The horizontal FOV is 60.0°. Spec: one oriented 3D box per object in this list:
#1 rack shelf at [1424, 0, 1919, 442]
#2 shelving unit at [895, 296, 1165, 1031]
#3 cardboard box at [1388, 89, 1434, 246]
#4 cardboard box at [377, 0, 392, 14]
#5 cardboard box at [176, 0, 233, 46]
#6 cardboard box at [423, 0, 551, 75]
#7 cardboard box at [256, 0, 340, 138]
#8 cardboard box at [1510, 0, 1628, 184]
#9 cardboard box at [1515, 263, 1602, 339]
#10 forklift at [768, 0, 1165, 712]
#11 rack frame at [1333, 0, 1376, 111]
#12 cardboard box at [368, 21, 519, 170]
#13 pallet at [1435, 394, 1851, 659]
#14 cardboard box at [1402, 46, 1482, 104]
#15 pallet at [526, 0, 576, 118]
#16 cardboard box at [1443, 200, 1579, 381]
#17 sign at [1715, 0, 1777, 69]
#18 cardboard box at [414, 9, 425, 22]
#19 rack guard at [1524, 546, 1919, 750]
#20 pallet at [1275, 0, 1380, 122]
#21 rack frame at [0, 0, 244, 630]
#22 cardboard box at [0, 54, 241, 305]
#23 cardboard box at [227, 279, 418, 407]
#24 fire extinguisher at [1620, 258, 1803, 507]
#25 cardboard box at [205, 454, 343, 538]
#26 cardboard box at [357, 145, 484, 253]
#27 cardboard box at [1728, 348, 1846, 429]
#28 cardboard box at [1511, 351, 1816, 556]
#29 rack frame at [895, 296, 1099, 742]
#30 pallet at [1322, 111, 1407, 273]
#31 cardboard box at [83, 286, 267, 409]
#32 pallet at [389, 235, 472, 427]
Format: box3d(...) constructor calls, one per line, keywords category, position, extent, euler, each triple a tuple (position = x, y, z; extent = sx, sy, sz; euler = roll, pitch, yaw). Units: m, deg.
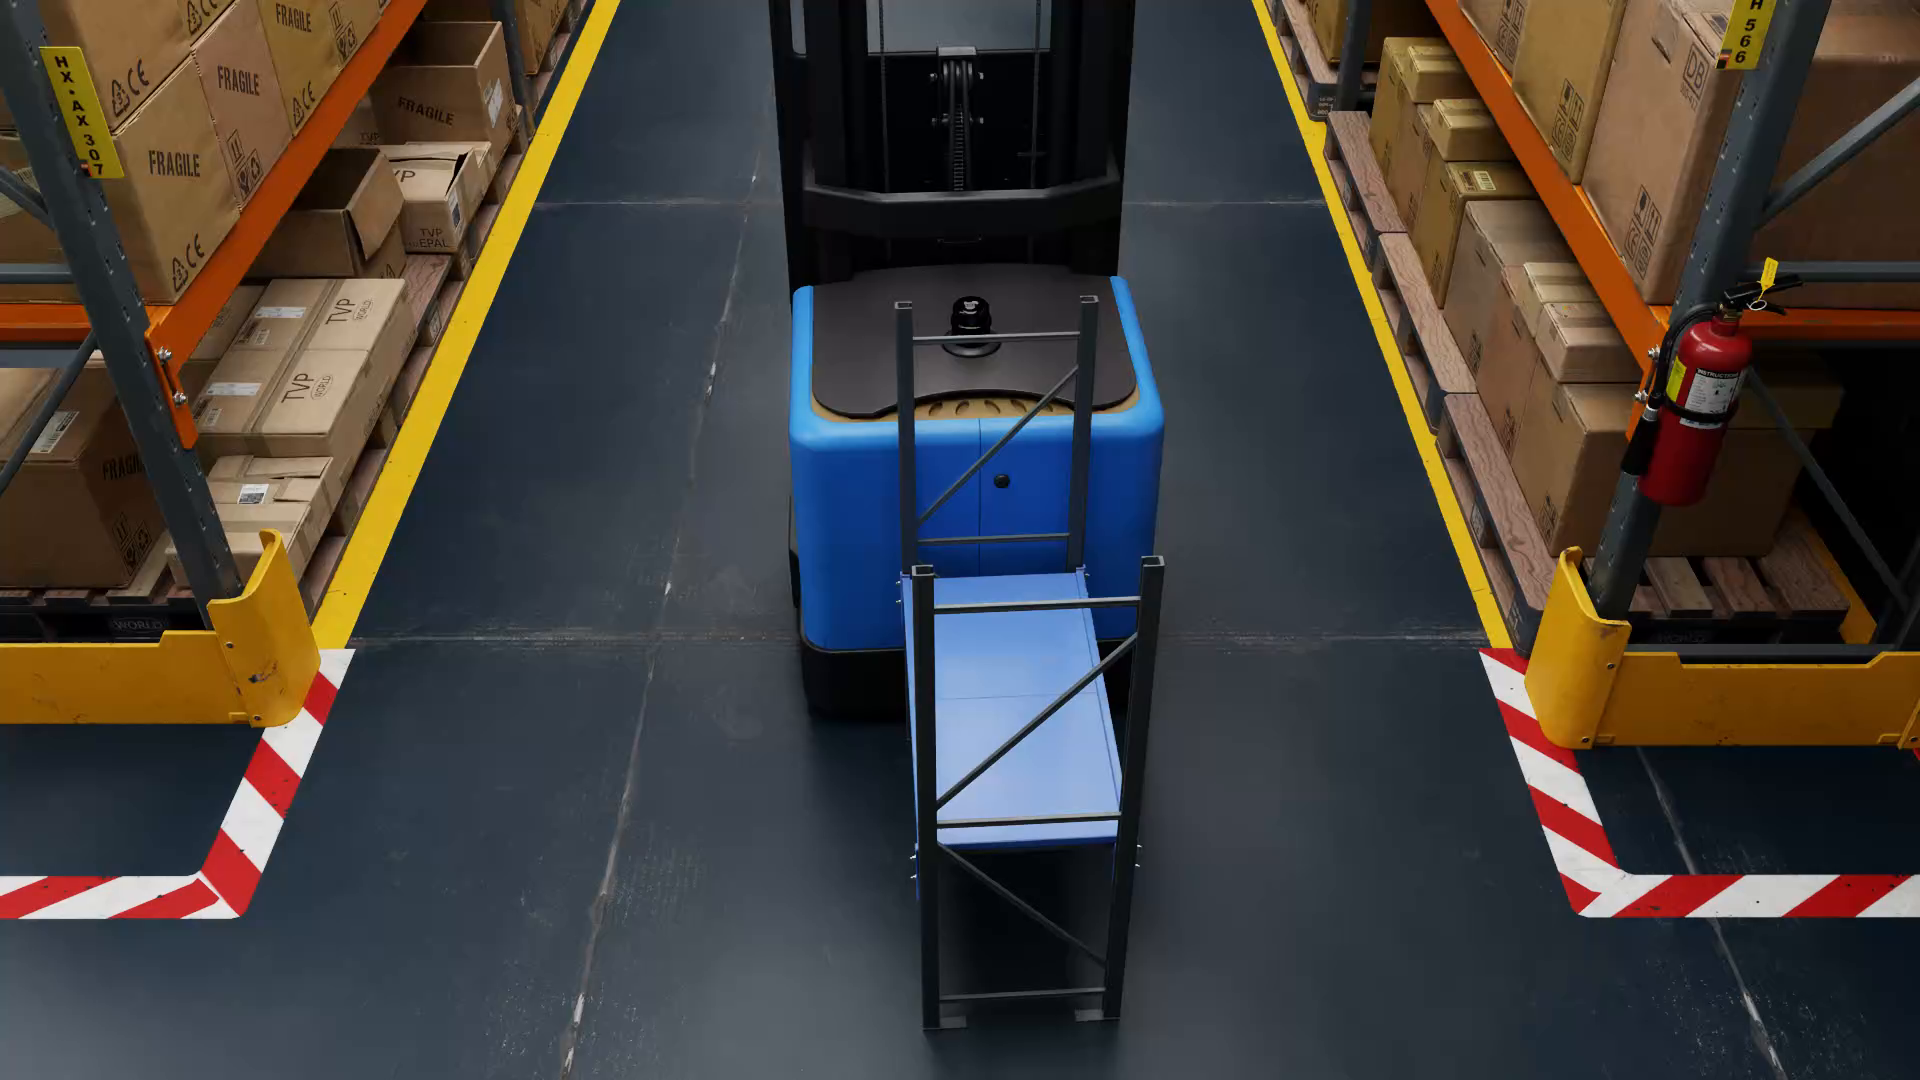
box3d(category="rack shelf", position=(2.344, -1.638, 5.971), extent=(1.077, 0.370, 4.000), euler=(0, 39, 0))
box3d(category="shelving unit", position=(0.122, 0.319, 4.153), extent=(0.538, 1.500, 1.048), euler=(-2, 39, -3))
box3d(category="cardboard box", position=(2.237, -1.576, 6.981), extent=(0.700, 0.500, 0.500), euler=(0, 39, -1))
box3d(category="cardboard box", position=(-2.350, -2.247, 6.075), extent=(0.500, 0.500, 0.500), euler=(1, 39, 1))
box3d(category="cardboard box", position=(-2.352, -1.696, 4.588), extent=(0.500, 0.500, 0.500), euler=(0, 39, 0))
box3d(category="cardboard box", position=(-2.369, -2.663, 8.321), extent=(0.500, 0.500, 0.500), euler=(-2, 39, -2))
box3d(category="cardboard box", position=(-2.348, -1.616, 5.287), extent=(0.500, 0.500, 0.500), euler=(0, 39, 0))
box3d(category="cardboard box", position=(2.324, -1.559, 5.057), extent=(0.980, 0.700, 0.700), euler=(0, 39, 0))
box3d(category="cardboard box", position=(2.062, -0.788, 5.478), extent=(0.380, 0.149, 0.250), euler=(1, 39, 1))
box3d(category="forklift", position=(-0.039, -1.534, 5.320), extent=(1.130, 2.935, 3.031), euler=(-2, 39, -3))
box3d(category="rack frame", position=(2.342, -3.170, 7.307), extent=(1.000, 3.000, 0.127), euler=(0, 39, 0))
box3d(category="cardboard box", position=(-2.328, -2.004, 7.499), extent=(0.500, 0.500, 0.500), euler=(0, 39, 0))
box3d(category="pallet", position=(2.267, -0.080, 5.681), extent=(1.003, 0.211, 1.213), euler=(0, 39, 0))
box3d(category="cardboard box", position=(2.058, -1.929, 6.903), extent=(0.380, 0.149, 0.250), euler=(1, 39, 1))
box3d(category="pallet", position=(-2.651, -2.584, 8.806), extent=(1.003, 0.211, 1.213), euler=(0, 39, 0))
box3d(category="cardboard box", position=(2.244, -0.922, 6.165), extent=(0.700, 0.500, 0.500), euler=(-1, 39, -2))
box3d(category="sign", position=(1.804, -1.221, 3.759), extent=(0.100, 0.325, 0.005), euler=(0, 39, 0))
box3d(category="cardboard box", position=(-2.899, -2.668, 8.328), extent=(0.500, 0.500, 0.500), euler=(0, 39, 0))
box3d(category="rack guard", position=(2.346, 0.322, 4.948), extent=(1.175, 0.500, 0.348), euler=(0, 39, 0))
box3d(category="pallet", position=(2.265, -2.564, 8.781), extent=(1.003, 0.211, 1.213), euler=(0, 39, 0))
box3d(category="rack frame", position=(-2.607, -0.662, 4.178), extent=(1.000, 3.000, 0.127), euler=(0, 39, 0))
box3d(category="cardboard box", position=(-2.344, -0.979, 4.493), extent=(0.500, 0.500, 0.500), euler=(1, 39, 1))
box3d(category="cardboard box", position=(-2.326, -0.727, 6.105), extent=(0.500, 0.250, 0.500), euler=(0, 39, 0))
box3d(category="fire extinguisher", position=(1.885, -0.398, 4.208), extent=(0.296, 0.674, 0.183), euler=(0, 39, 0))
box3d(category="cardboard box", position=(-2.265, -0.147, 5.448), extent=(0.380, 0.166, 0.250), euler=(0, 39, 0))
box3d(category="cardboard box", position=(-2.327, -1.461, 6.973), extent=(0.500, 0.311, 0.500), euler=(0, 39, 0))
box3d(category="cardboard box", position=(2.446, -0.469, 5.082), extent=(0.380, 0.149, 0.250), euler=(0, 39, 0))
box3d(category="cardboard box", position=(2.245, -0.294, 5.382), extent=(0.700, 0.500, 0.500), euler=(0, 39, 0))
box3d(category="rack frame", position=(0.090, 0.001, 4.549), extent=(0.500, 1.500, 0.032), euler=(-2, 39, -3))
box3d(category="pallet", position=(2.264, -1.606, 7.585), extent=(1.003, 0.211, 1.213), euler=(0, 39, 0))
box3d(category="cardboard box", position=(-2.826, -0.695, 6.066), extent=(0.500, 0.250, 0.500), euler=(0, 39, 0))
box3d(category="pallet", position=(-2.608, -0.881, 6.681), extent=(1.003, 0.211, 1.213), euler=(0, 39, 0))
